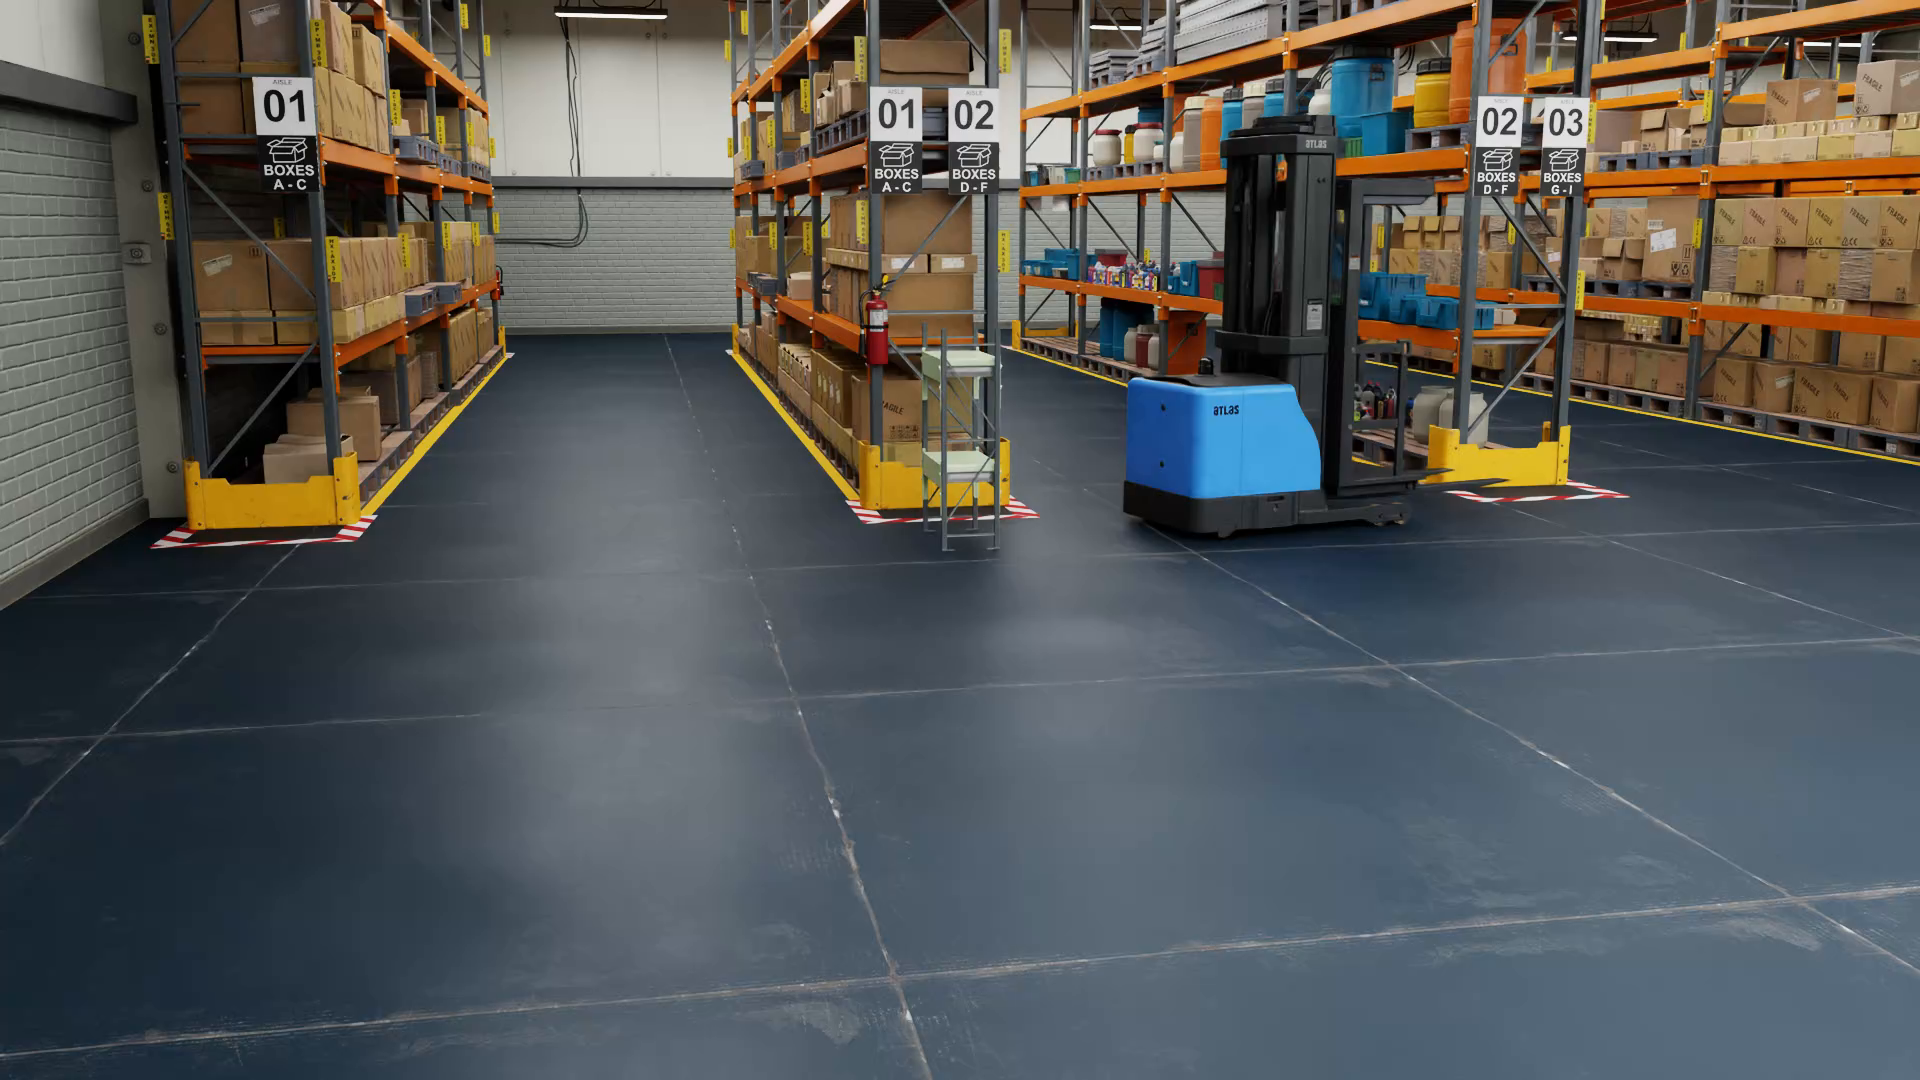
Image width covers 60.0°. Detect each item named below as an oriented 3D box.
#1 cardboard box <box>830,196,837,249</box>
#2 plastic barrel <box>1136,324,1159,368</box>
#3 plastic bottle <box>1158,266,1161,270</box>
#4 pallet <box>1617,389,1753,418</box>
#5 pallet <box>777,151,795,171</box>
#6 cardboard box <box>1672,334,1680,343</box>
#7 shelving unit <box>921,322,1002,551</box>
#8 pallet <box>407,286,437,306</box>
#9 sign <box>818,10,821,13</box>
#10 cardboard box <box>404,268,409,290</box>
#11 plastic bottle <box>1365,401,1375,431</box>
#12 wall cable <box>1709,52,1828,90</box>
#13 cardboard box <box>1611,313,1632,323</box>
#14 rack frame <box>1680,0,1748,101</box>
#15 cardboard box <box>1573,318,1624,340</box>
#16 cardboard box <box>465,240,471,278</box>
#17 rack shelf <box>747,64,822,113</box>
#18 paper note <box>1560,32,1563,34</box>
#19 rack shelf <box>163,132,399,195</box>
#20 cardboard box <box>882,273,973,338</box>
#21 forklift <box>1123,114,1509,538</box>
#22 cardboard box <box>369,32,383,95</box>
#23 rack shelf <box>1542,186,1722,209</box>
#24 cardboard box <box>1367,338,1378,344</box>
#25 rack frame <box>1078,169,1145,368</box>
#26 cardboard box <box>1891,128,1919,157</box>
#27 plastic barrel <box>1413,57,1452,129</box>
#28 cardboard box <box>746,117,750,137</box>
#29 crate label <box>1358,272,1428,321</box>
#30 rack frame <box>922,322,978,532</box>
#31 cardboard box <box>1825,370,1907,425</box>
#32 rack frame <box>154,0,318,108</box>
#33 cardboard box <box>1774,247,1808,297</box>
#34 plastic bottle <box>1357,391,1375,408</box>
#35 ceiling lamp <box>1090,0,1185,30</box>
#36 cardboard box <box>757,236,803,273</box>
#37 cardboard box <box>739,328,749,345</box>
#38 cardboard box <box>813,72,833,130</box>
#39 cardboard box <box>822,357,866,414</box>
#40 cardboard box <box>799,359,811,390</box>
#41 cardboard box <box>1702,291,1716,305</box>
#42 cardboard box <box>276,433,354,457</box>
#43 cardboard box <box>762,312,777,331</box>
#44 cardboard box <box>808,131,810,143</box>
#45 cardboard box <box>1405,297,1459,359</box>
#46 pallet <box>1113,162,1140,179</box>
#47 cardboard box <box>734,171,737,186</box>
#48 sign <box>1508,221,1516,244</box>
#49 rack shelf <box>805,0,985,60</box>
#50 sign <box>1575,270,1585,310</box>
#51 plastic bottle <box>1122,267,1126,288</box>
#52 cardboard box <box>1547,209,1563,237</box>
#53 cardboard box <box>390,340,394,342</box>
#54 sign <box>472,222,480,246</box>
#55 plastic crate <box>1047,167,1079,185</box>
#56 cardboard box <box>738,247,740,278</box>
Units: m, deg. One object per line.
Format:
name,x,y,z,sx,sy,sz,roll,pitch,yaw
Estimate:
cardboard box,-0.891,-3.104,16.244,0.700,0.500,0.500,-2,11,-11
plastic barrel,2.766,-2.730,23.341,0.600,0.588,0.708,-2,11,-11
plastic bottle,2.909,-3.840,24.179,0.152,0.276,0.135,-2,11,-11
pallet,8.581,-1.631,19.701,1.003,0.211,1.213,-2,11,-11
pallet,-1.542,-4.492,19.756,1.213,0.211,1.003,-2,11,-8
cardboard box,12.256,-3.420,28.145,0.380,0.149,0.250,-2,11,-9
shelving unit,0.001,-0.736,11.550,0.431,1.500,0.755,-2,11,-11
pallet,-6.195,-2.596,17.824,1.003,0.211,1.213,-2,11,-11
sign,-1.996,-7.471,23.959,0.100,0.325,0.005,-2,11,-11
cardboard box,-6.009,-2.780,16.838,0.700,0.500,0.500,-1,11,-5
plastic bottle,3.949,-1.198,16.057,0.061,0.283,0.133,-2,11,-11
wall cable,18.216,-9.539,37.647,2.988,3.039,0.133,-2,11,-11
cardboard box,11.477,-3.829,28.700,0.380,0.149,0.250,-3,11,-14
rack frame,12.063,-7.434,26.689,1.000,3.000,0.127,-2,11,-11
cardboard box,8.229,-2.730,21.518,0.500,0.250,0.500,-1,11,-5
cardboard box,-6.952,-3.821,22.635,0.500,0.500,0.500,-2,11,-11
rack shelf,-2.151,-5.996,22.127,1.077,0.370,4.000,-2,11,-11
paper note,10.847,-9.146,29.984,0.001,0.032,0.123,-2,11,-11
rack shelf,-5.453,-3.071,13.711,1.077,0.370,4.000,-2,11,-11
cardboard box,-0.284,-1.900,13.390,0.700,0.500,0.500,-2,11,-11
forklift,2.774,-1.622,12.381,3.031,2.935,1.130,-5,12,-25
cardboard box,-5.361,-4.159,14.506,0.500,0.500,0.500,-2,11,-8
rack shelf,11.674,-5.974,28.964,1.077,0.370,4.000,-2,11,-11
cardboard box,7.128,-3.612,27.210,0.875,0.875,0.875,-2,11,-11
rack frame,2.320,-4.145,25.453,1.000,3.000,0.127,-2,11,-11
cardboard box,9.069,-3.695,15.466,0.500,0.250,0.500,-2,11,-11
plastic barrel,4.307,-3.921,14.627,0.600,0.588,0.600,0,11,0
cardboard box,-2.980,-6.342,26.030,0.700,0.500,0.500,-2,11,-11
crate label,4.031,-2.289,15.608,0.502,0.435,0.616,-2,11,-11
rack frame,-0.070,-0.803,11.903,0.400,1.500,0.023,-2,11,-11
cardboard box,9.154,-1.442,16.812,0.500,0.500,0.500,-1,11,-6
rack frame,-5.064,-4.531,11.436,1.000,3.000,0.127,-2,11,-11
cardboard box,9.020,-2.788,17.257,0.875,0.500,0.500,-2,11,-11
plastic bottle,4.181,-1.403,17.155,0.152,0.276,0.135,-2,11,-11
ceiling lamp,3.490,-11.277,31.268,2.000,3.185,0.800,-2,11,-11
cardboard box,-2.471,-4.002,23.312,0.700,0.500,0.500,0,11,-2
cardboard box,-3.393,-3.363,27.521,0.500,0.250,0.500,-2,11,-11
cardboard box,-1.144,-4.194,15.923,0.500,0.500,0.500,-1,11,-6
cardboard box,-1.006,-1.443,15.479,0.500,0.500,0.500,-2,11,-11
cardboard box,-1.451,-1.789,17.802,0.500,0.311,0.500,-2,11,-9
cardboard box,8.481,-2.684,18.449,0.380,0.149,0.250,-2,11,-11
cardboard box,-5.221,-0.714,13.440,0.500,0.311,0.500,-1,11,-6
cardboard box,-2.490,-3.041,23.156,0.500,0.250,0.500,-2,11,-11
cardboard box,-1.499,-4.662,19.422,0.500,0.250,0.500,-2,11,-9
cardboard box,7.497,-3.207,25.085,1.225,0.875,0.875,-3,11,-13
pallet,2.792,-5.178,23.361,1.003,0.211,1.213,-2,11,-11
cardboard box,-3.467,-5.996,27.554,0.500,0.250,0.500,-2,11,-11
sign,7.412,-4.140,22.327,0.100,0.325,0.005,-2,11,-11
rack shelf,-0.595,-4.529,14.418,1.077,0.370,4.000,-2,11,-11
sign,5.194,-2.100,13.965,0.100,0.325,0.005,-2,11,-11
plastic bottle,2.316,-3.681,23.326,0.061,0.283,0.133,-2,11,-11
cardboard box,11.112,-5.815,30.490,0.500,0.500,0.500,-2,11,-11
cardboard box,-6.195,-1.985,17.604,0.500,0.250,0.500,-2,11,-13
sign,-6.868,-4.336,23.572,0.100,0.325,0.005,-2,11,-11
plastic crate,1.670,-5.876,26.843,0.437,0.282,0.530,-2,11,-11
cardboard box,-3.384,-4.563,27.381,0.500,0.500,0.500,-2,11,-12
